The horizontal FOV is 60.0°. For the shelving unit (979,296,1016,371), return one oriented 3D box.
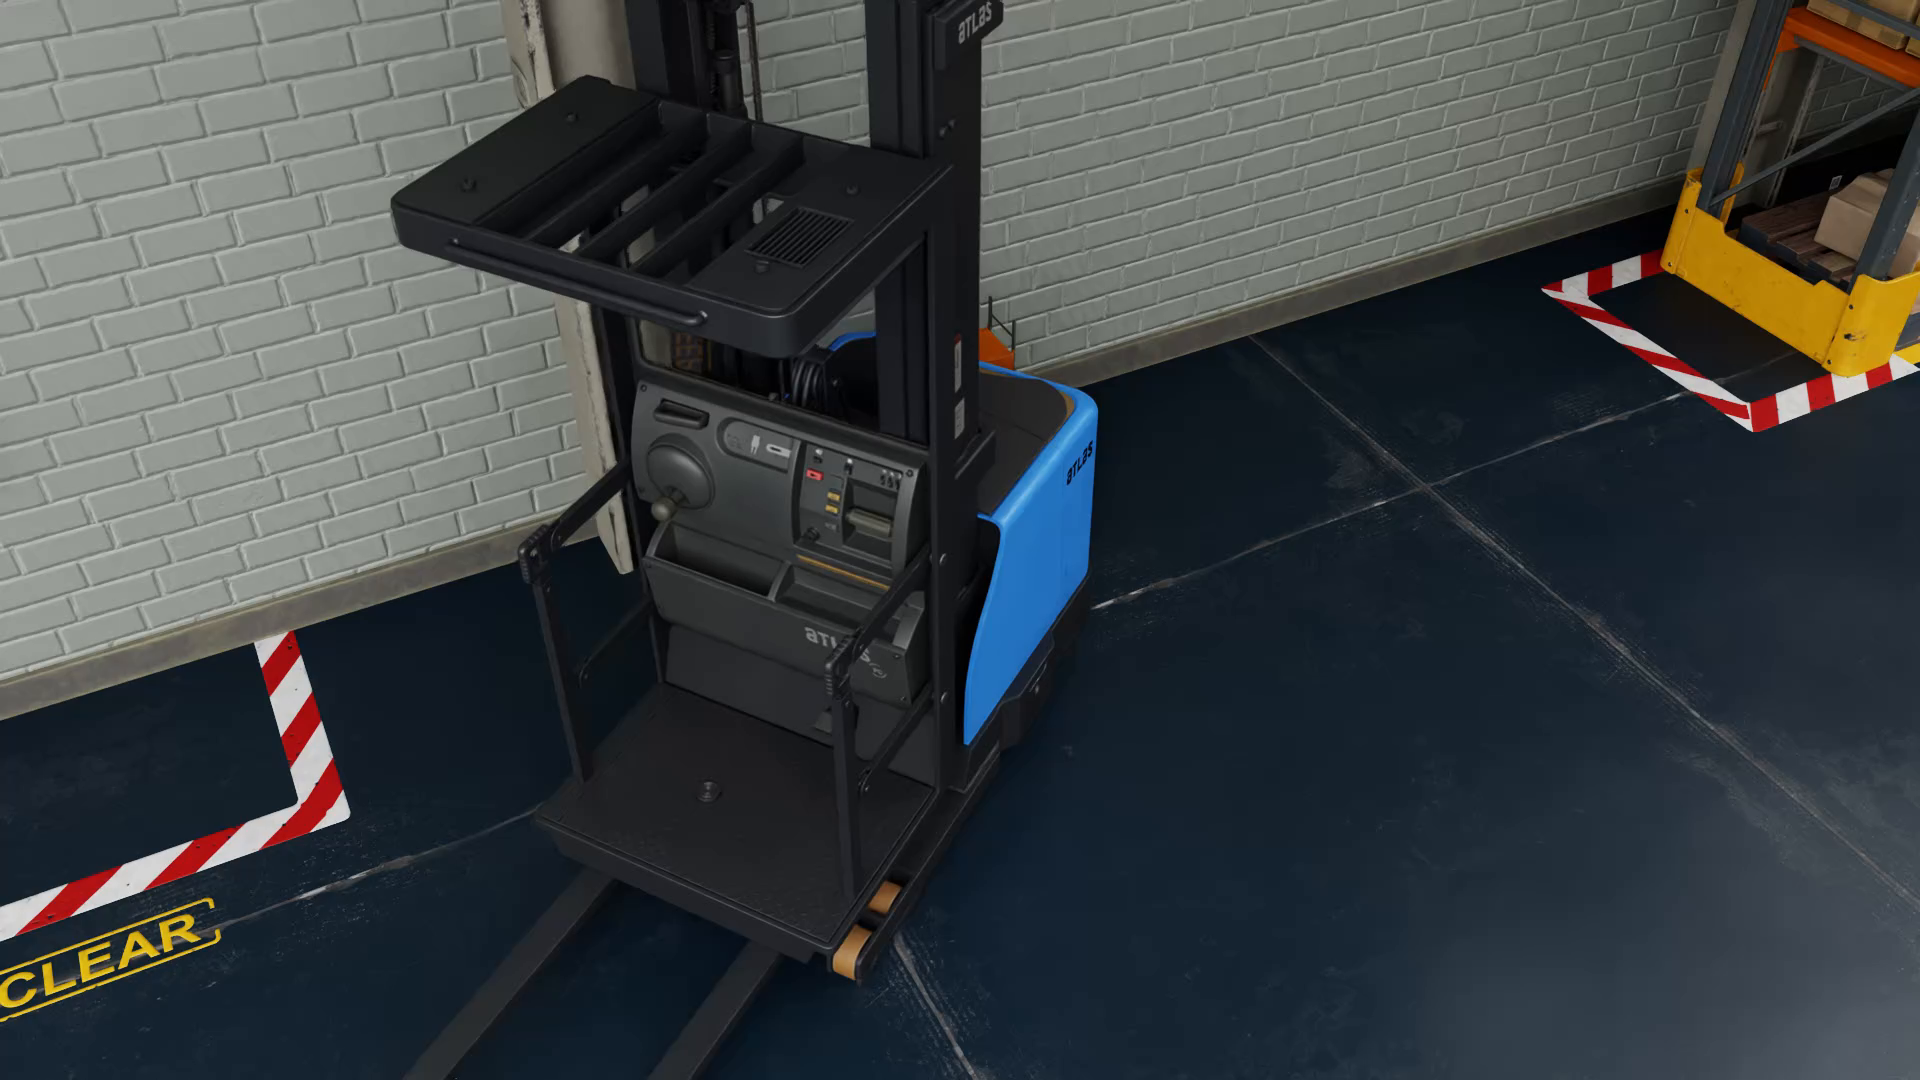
[{"bbox_3d":[0.047,-0.417,6.430,0.252,1.050,0.215,-19,44,-21],"label":"shelving unit"}]

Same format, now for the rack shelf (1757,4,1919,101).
[{"bbox_3d":[5.636,-2.563,8.013,4.000,0.370,1.077,-19,44,-21],"label":"rack shelf"}]

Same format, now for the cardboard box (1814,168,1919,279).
[{"bbox_3d":[4.517,-1.537,7.985,0.500,0.311,0.500,-24,46,-25],"label":"cardboard box"}]

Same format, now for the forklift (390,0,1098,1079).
[{"bbox_3d":[-0.635,-0.095,4.593,1.130,2.935,3.031,18,44,20],"label":"forklift"}]

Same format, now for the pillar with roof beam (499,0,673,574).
[{"bbox_3d":[0.750,-0.978,0.940,0.400,9.000,9.100,-19,44,-21],"label":"pillar with roof beam"}]

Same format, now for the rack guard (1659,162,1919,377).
[{"bbox_3d":[3.929,-1.309,7.910,0.348,0.500,1.175,-19,44,-21],"label":"rack guard"}]

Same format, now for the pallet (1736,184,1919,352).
[{"bbox_3d":[4.666,-1.421,8.266,1.213,0.211,1.003,-19,44,-21],"label":"pallet"}]

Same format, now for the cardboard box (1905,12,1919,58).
[{"bbox_3d":[4.441,-2.155,7.075,0.500,0.250,0.500,-20,44,-22],"label":"cardboard box"}]

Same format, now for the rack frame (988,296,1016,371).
[{"bbox_3d":[0.156,-0.453,6.473,0.008,1.050,0.200,-19,44,-21],"label":"rack frame"}]

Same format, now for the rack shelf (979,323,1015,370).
[{"bbox_3d":[0.047,-0.625,6.253,0.240,0.259,0.215,-19,44,-21],"label":"rack shelf"}]

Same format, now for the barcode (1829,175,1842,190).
[{"bbox_3d":[4.348,-1.775,8.259,0.075,0.075,0.001,-19,44,-21],"label":"barcode"}]

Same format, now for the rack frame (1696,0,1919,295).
[{"bbox_3d":[3.862,-2.241,7.076,0.127,3.000,1.000,-19,44,-21],"label":"rack frame"}]

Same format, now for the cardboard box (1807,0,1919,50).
[{"bbox_3d":[4.187,-2.442,7.414,0.500,0.250,0.500,-18,43,-20],"label":"cardboard box"}]

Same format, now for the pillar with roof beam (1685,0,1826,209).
[{"bbox_3d":[6.072,-2.768,3.055,0.400,9.000,9.100,-19,44,-21],"label":"pillar with roof beam"}]
